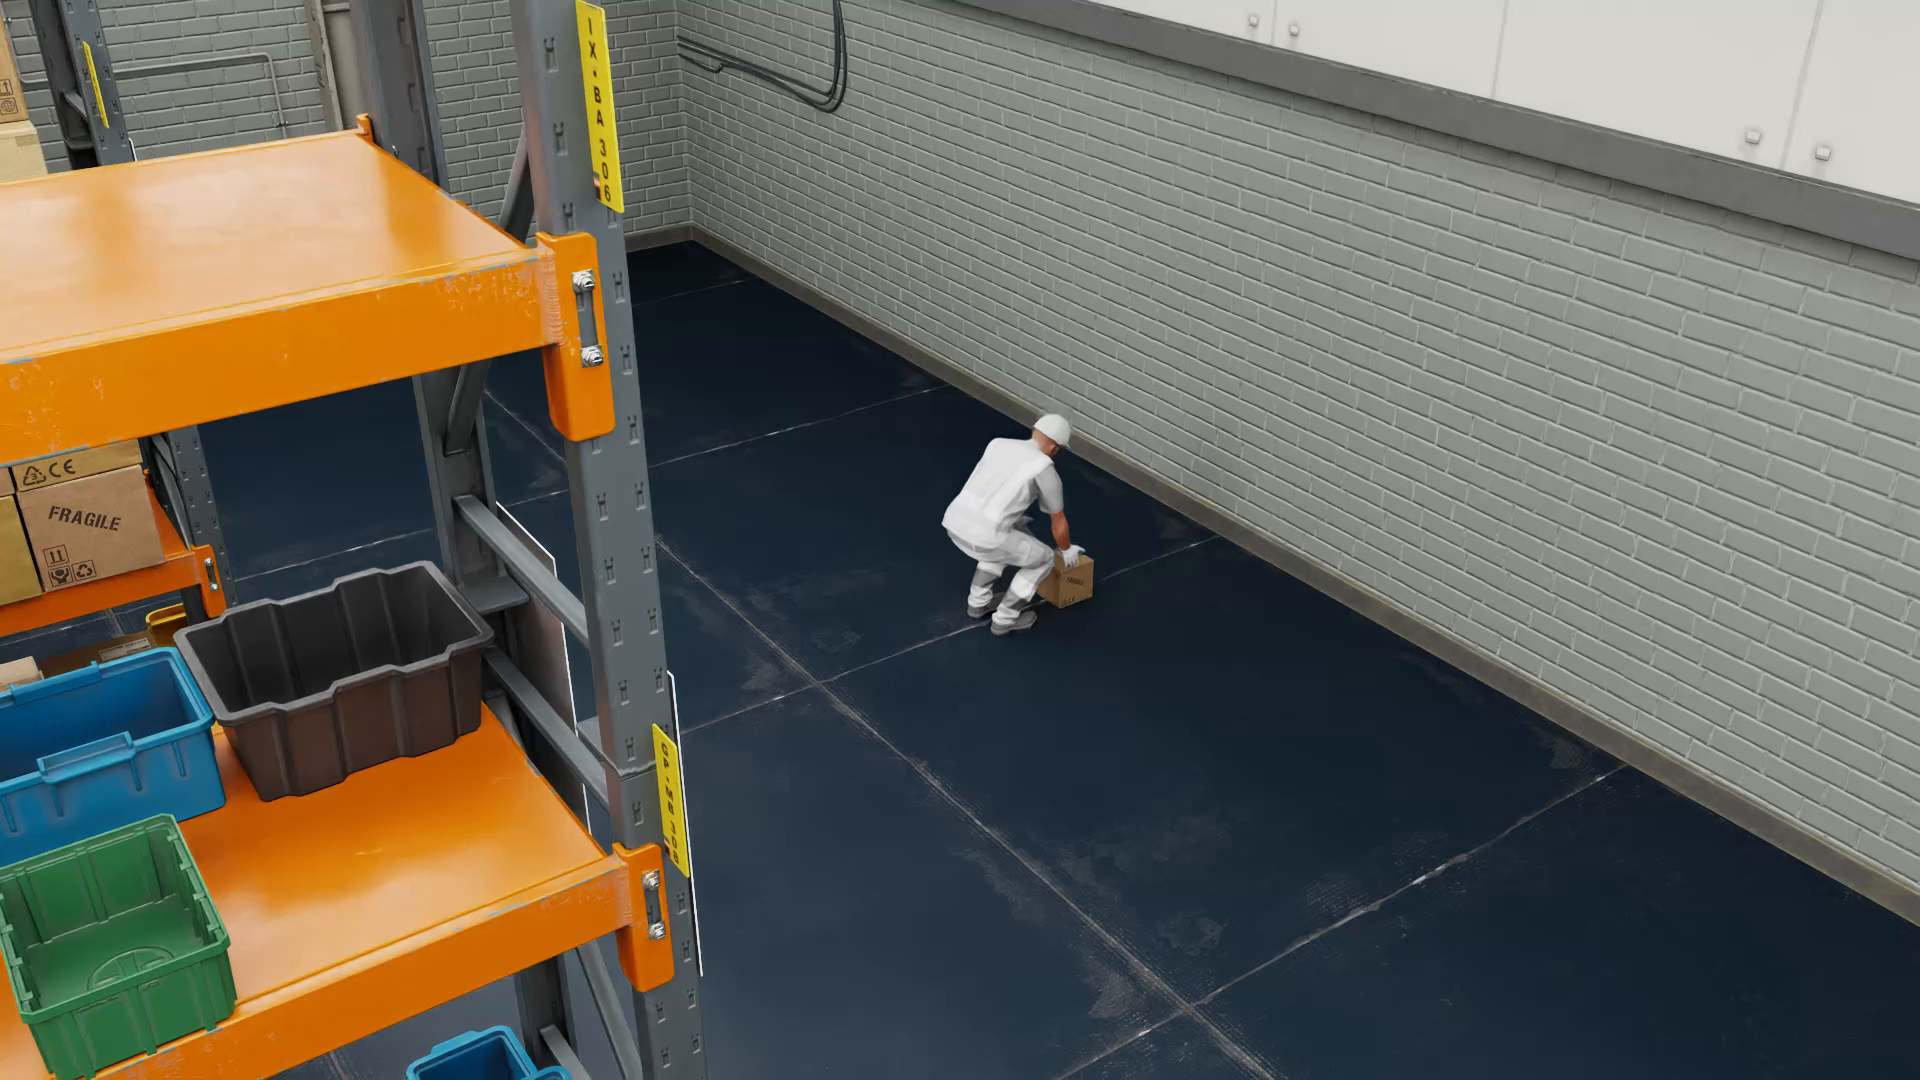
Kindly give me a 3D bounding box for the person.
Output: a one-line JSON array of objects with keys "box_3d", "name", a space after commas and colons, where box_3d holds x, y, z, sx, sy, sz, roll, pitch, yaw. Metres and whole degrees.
[{"box_3d": [0.284, -0.100, 9.493, 0.852, 1.172, 0.585, -19, 34, -31], "name": "person"}]
